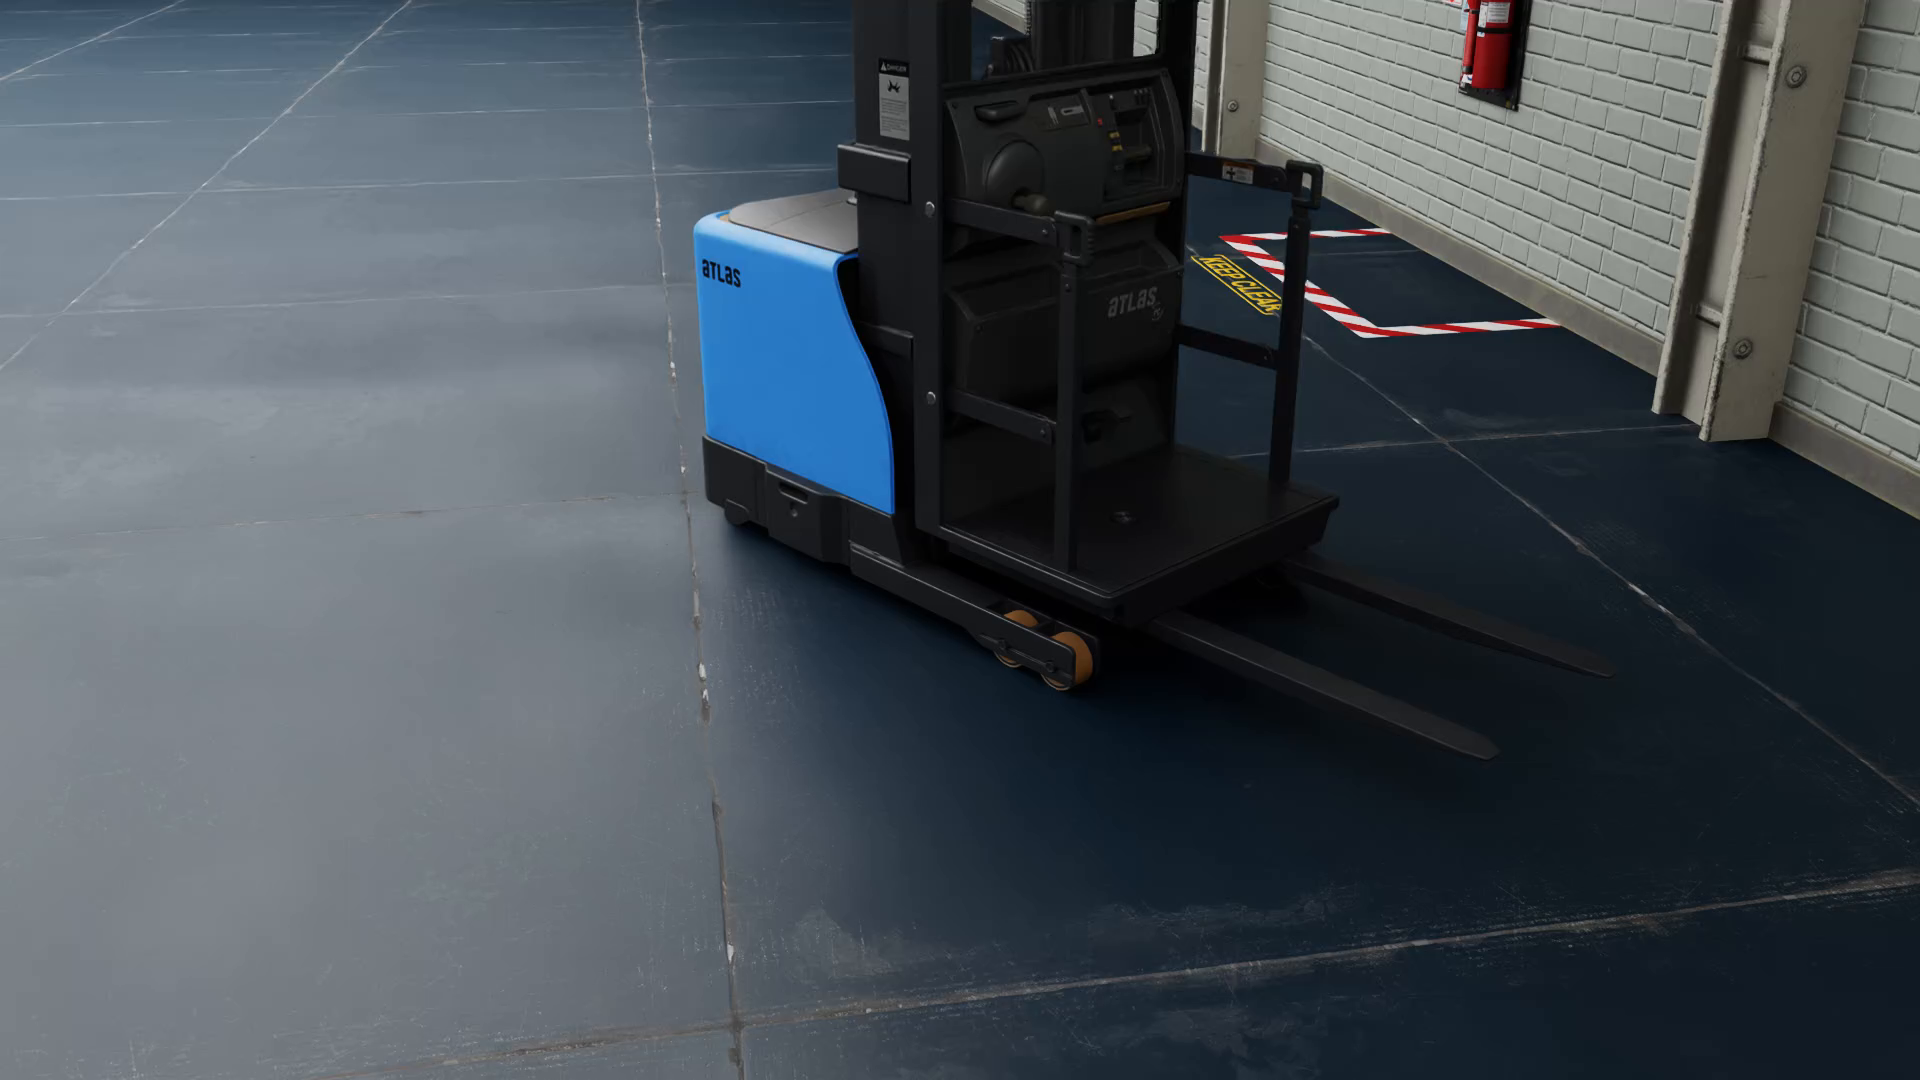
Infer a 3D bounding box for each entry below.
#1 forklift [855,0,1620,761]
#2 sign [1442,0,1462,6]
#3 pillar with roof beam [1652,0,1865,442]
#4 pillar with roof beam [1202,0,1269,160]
[{"bbox_3d":[0.463,-1.141,4.701,1.110,2.935,3.031,-21,31,-39],"label":"forklift"},{"bbox_3d":[2.678,-3.073,8.993,0.001,0.329,0.234,-4,24,-10],"label":"sign"},{"bbox_3d":[-1.133,-4.287,4.323,9.100,9.000,0.400,-4,24,-10],"label":"pillar with roof beam"},{"bbox_3d":[-2.242,-6.647,9.726,9.100,9.000,0.400,-4,24,-10],"label":"pillar with roof beam"}]
